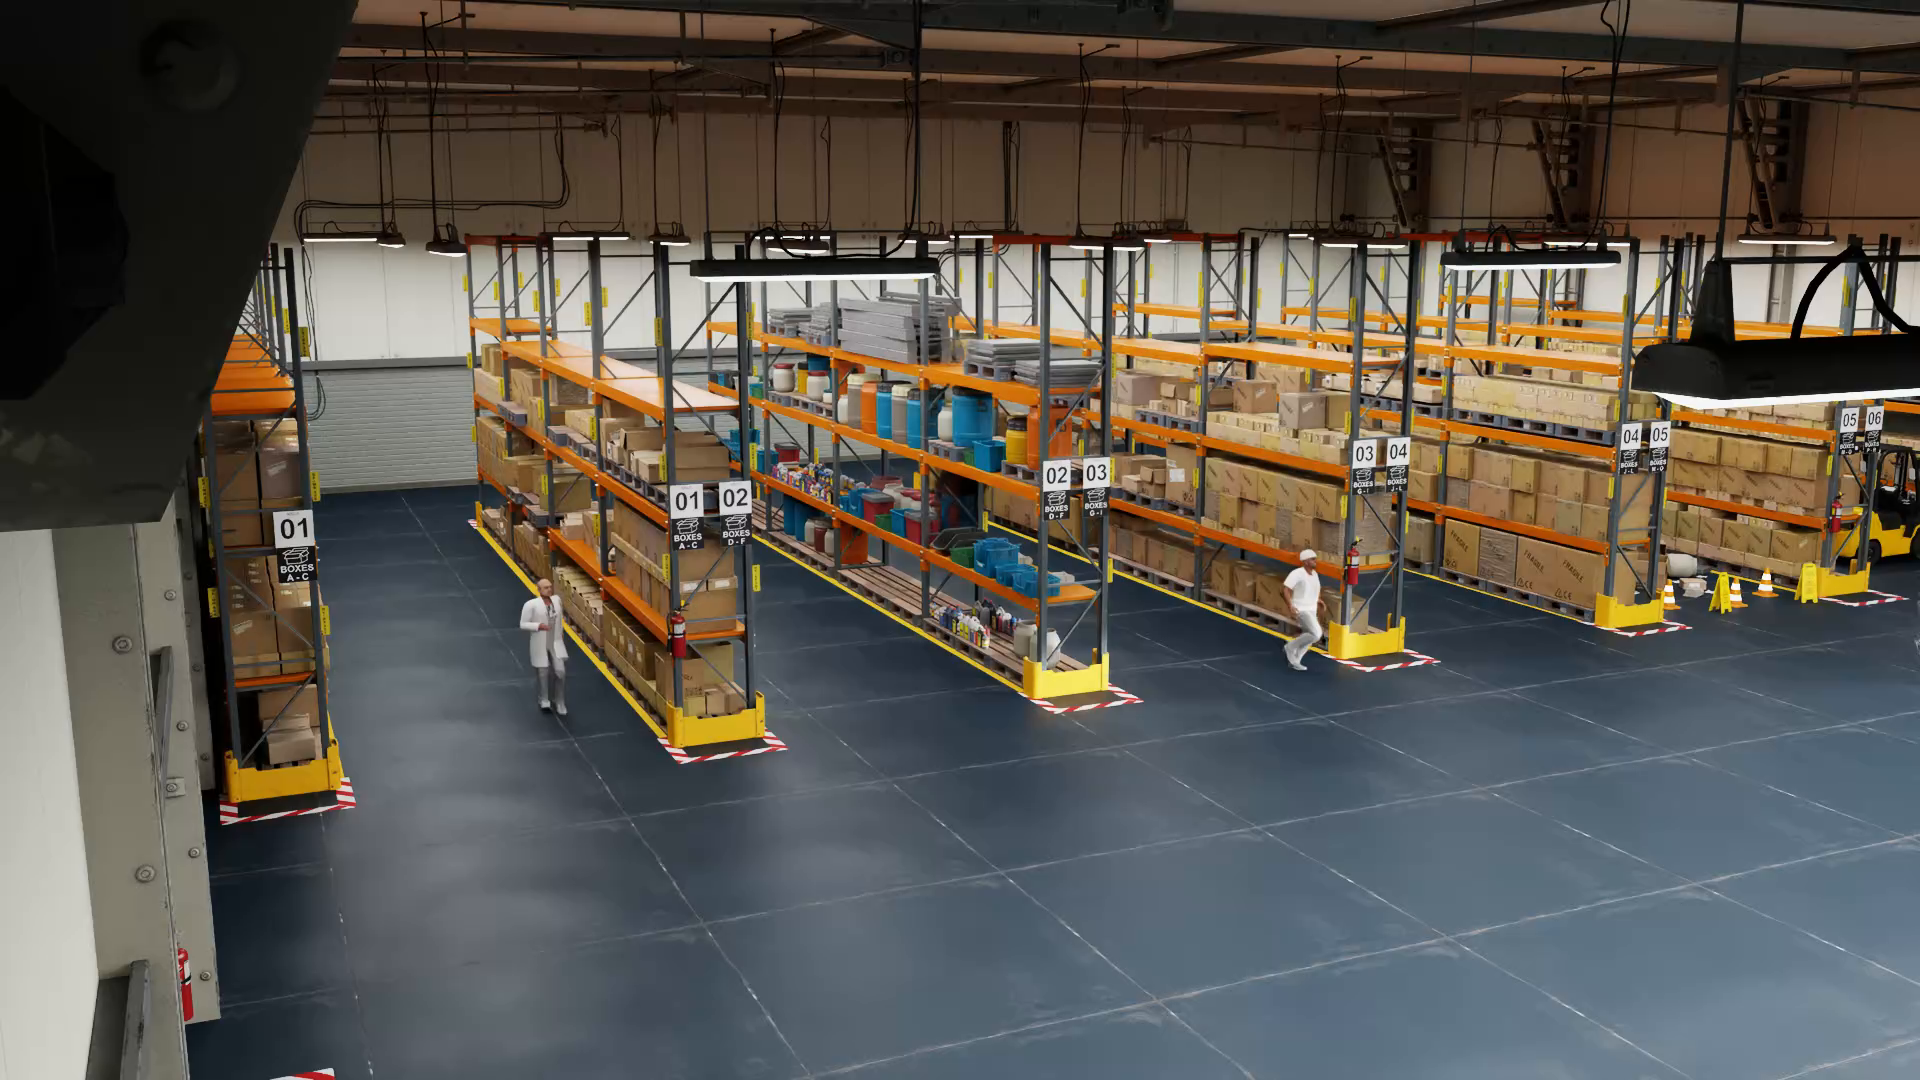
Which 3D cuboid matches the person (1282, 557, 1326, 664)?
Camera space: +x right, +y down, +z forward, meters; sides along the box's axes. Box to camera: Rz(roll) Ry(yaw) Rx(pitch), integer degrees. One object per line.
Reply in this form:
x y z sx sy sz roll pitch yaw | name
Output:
4.935 0.978 23.536 0.530 1.606 0.690 9 14 40 | person

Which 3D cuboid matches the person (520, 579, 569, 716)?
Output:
-5.317 1.398 21.363 0.666 1.830 0.807 -7 13 -33 | person
